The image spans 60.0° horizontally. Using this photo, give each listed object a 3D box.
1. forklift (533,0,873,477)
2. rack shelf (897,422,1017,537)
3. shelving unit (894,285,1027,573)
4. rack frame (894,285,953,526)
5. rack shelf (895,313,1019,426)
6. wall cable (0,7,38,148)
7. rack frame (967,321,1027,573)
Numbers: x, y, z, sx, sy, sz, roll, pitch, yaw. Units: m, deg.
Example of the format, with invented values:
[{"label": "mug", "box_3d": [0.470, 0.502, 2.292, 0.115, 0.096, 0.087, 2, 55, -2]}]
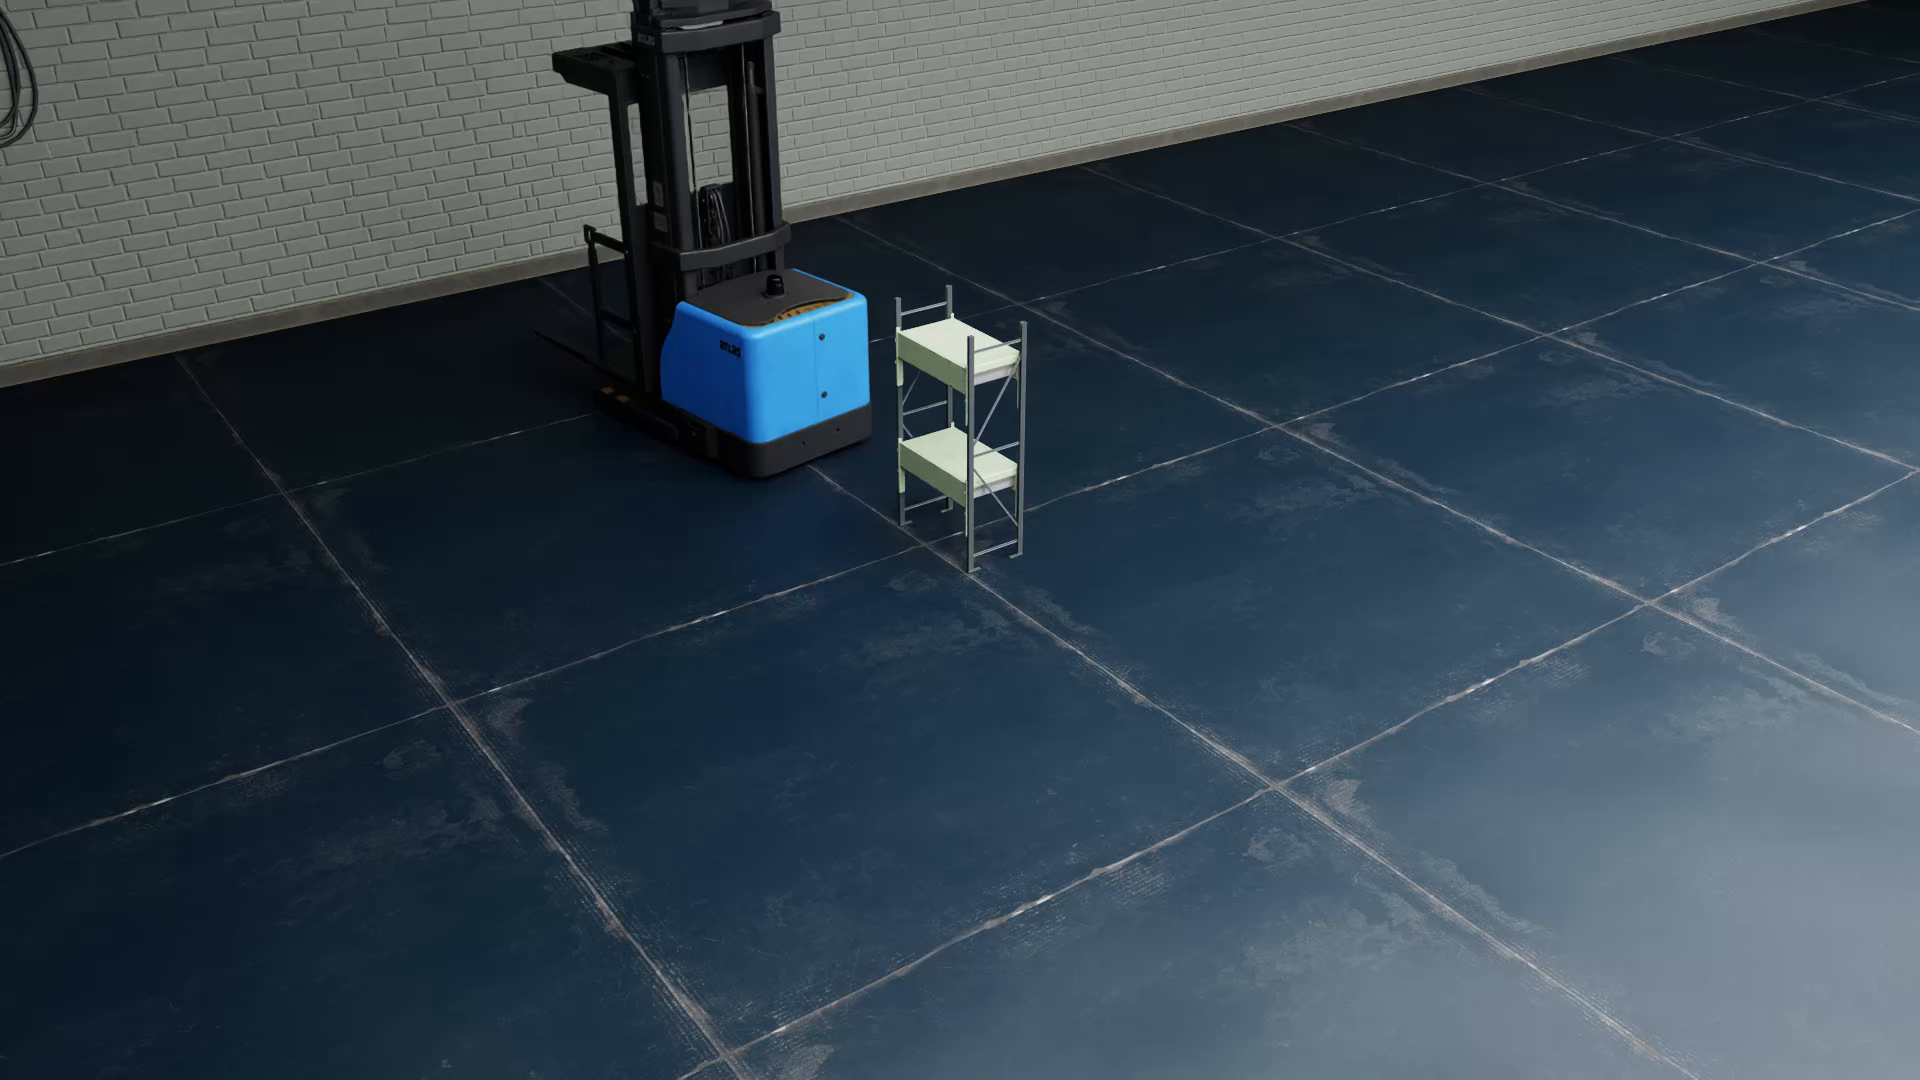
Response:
[{"label": "forklift", "box_3d": [-1.987, -2.305, 11.424, 1.130, 2.935, 3.031, -25, 37, -38]}, {"label": "rack shelf", "box_3d": [-0.004, -0.375, 10.052, 0.431, 0.370, 0.720, -19, 34, -31]}, {"label": "shelving unit", "box_3d": [-0.004, -0.662, 9.897, 0.431, 1.500, 0.755, -19, 34, -31]}, {"label": "rack frame", "box_3d": [-0.216, -0.804, 10.159, 0.400, 1.500, 0.023, -19, 34, -31]}, {"label": "rack shelf", "box_3d": [-0.004, -1.005, 9.711, 0.431, 0.370, 0.720, -19, 34, -31]}, {"label": "wall cable", "box_3d": [-7.736, -3.489, 10.499, 3.097, 2.526, 0.112, -19, 34, -31]}, {"label": "rack frame", "box_3d": [0.208, -0.519, 9.635, 0.400, 1.500, 0.023, -19, 34, -31]}]
